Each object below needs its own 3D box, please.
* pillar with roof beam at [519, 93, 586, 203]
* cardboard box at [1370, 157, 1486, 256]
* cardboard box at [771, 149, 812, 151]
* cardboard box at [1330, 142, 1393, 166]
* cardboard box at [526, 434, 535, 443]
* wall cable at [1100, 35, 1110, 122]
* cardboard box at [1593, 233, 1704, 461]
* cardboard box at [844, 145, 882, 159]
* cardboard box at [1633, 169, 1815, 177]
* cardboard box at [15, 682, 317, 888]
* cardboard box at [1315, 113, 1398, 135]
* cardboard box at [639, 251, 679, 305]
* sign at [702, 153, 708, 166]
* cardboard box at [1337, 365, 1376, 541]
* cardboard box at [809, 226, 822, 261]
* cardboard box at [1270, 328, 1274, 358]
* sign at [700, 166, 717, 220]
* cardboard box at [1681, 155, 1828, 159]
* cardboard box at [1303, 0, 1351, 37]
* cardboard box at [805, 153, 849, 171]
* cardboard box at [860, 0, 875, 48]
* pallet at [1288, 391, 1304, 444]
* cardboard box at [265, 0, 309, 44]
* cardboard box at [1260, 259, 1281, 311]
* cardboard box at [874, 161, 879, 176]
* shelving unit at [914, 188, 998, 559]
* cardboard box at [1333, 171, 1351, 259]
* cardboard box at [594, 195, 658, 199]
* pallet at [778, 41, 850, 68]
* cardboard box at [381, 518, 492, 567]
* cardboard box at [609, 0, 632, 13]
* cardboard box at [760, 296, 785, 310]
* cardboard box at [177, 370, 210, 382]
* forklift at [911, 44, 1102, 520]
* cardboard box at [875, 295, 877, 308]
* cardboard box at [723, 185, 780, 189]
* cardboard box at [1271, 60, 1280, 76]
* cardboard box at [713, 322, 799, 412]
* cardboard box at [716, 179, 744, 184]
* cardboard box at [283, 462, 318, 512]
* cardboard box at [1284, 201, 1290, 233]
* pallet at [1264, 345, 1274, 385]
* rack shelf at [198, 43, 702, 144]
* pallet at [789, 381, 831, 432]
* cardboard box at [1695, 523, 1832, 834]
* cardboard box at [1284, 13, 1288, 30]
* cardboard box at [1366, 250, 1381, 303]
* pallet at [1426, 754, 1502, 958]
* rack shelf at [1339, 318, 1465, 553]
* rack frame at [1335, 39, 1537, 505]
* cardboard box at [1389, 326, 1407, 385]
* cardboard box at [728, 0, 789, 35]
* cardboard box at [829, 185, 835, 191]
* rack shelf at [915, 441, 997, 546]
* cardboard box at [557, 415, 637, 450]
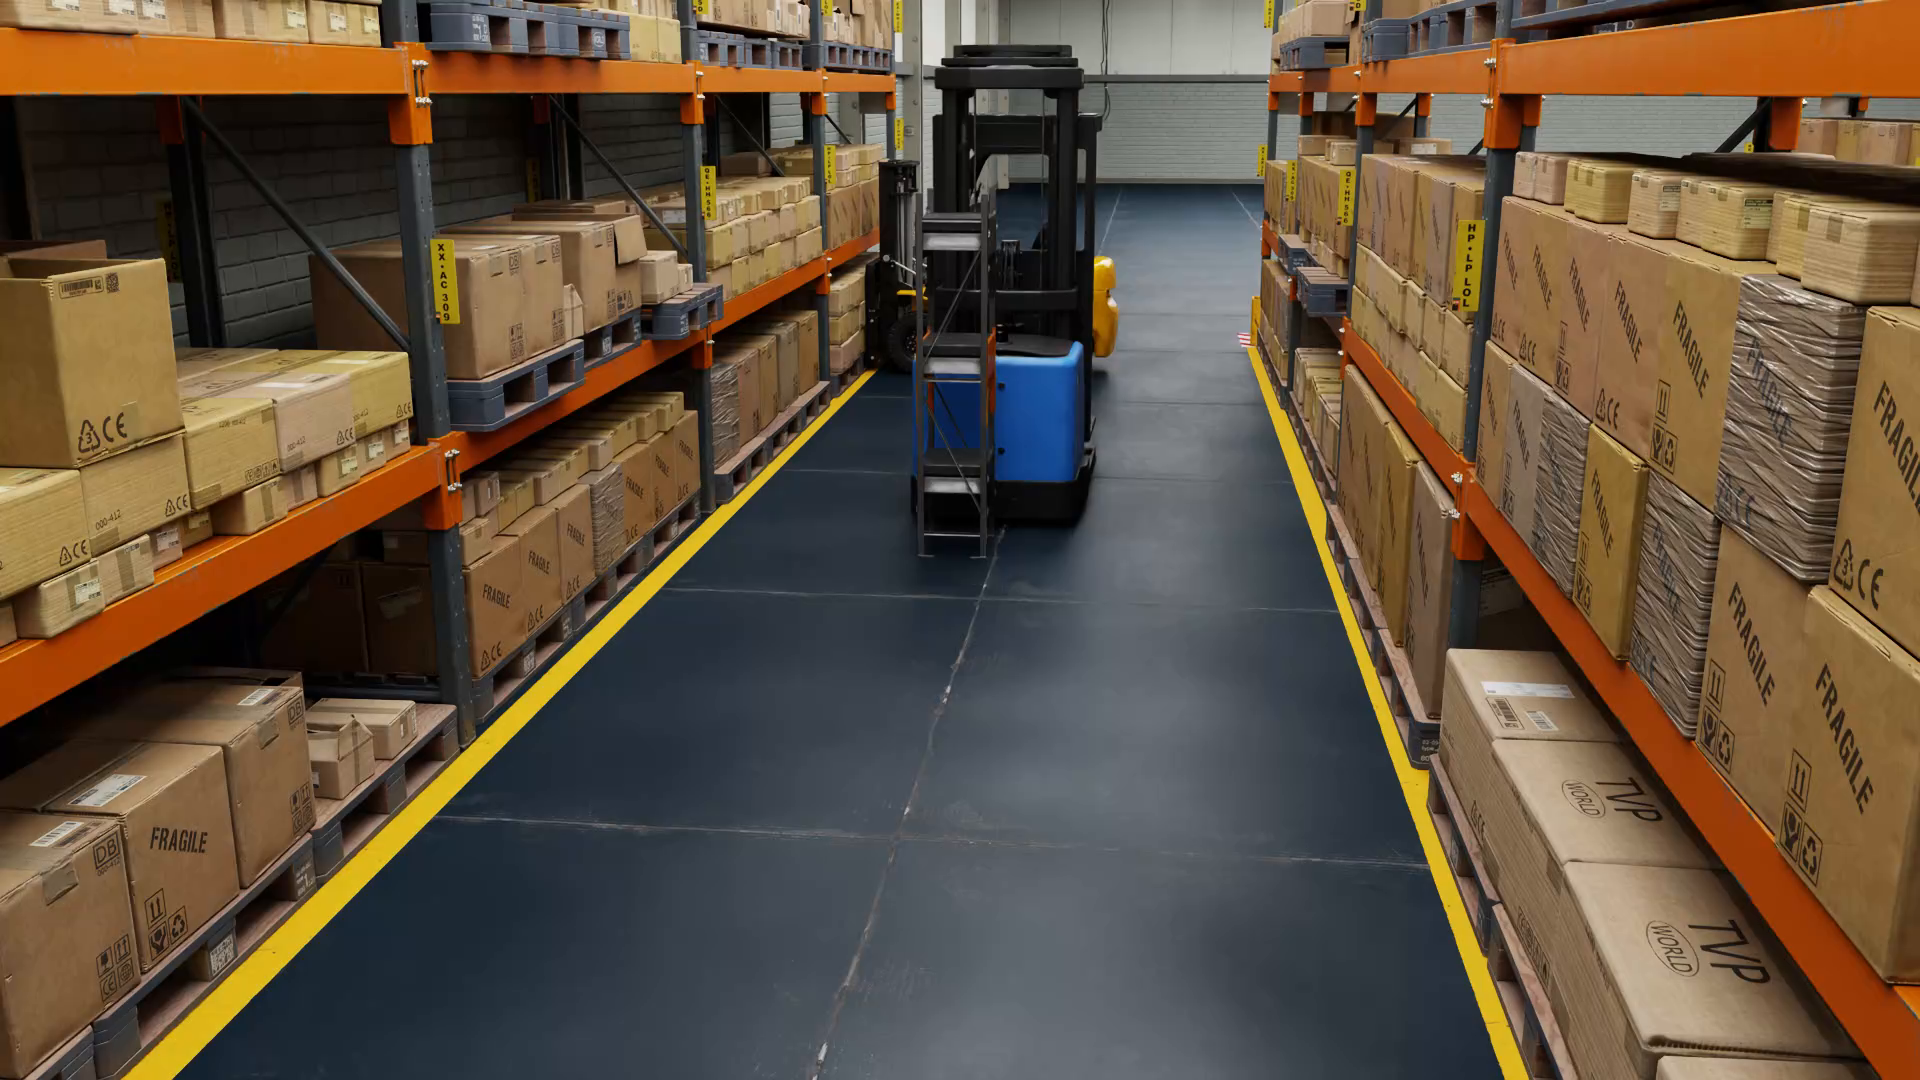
[{"bbox_3d":[1.430,-4.774,10.576,9.100,9.000,0.400,2,15,6],"label":"pillar with roof beam"},{"bbox_3d":[2.489,-1.776,8.875,0.500,0.500,0.500,2,15,6],"label":"cardboard box"},{"bbox_3d":[-1.649,-3.738,16.237,0.380,0.149,0.250,2,15,7],"label":"cardboard box"},{"bbox_3d":[2.738,-2.635,11.351,0.380,0.149,0.250,1,15,4],"label":"cardboard box"},{"bbox_3d":[-2.576,-0.551,9.194,0.380,0.149,0.250,1,15,5],"label":"cardboard box"},{"bbox_3d":[2.862,-13.463,48.662,3.097,2.526,0.112,2,15,6],"label":"wall cable"},{"bbox_3d":[1.896,-0.478,4.074,0.500,0.500,0.500,2,15,6],"label":"cardboard box"},{"bbox_3d":[-1.024,-4.056,17.410,0.380,0.149,0.250,2,15,6],"label":"cardboard box"},{"bbox_3d":[1.995,-0.894,4.372,0.380,0.149,0.250,2,15,6],"label":"cardboard box"},{"bbox_3d":[-2.586,0.794,5.465,0.700,0.500,0.500,1,15,4],"label":"cardboard box"},{"bbox_3d":[3.682,-3.713,15.471,0.700,0.500,0.500,2,15,6],"label":"cardboard box"},{"bbox_3d":[-1.896,-1.487,9.397,0.500,0.250,0.500,1,15,4],"label":"cardboard box"},{"bbox_3d":[-2.199,-3.149,14.252,0.100,0.325,0.005,2,15,6],"label":"sign"},{"bbox_3d":[2.673,-0.495,9.511,0.875,0.875,0.875,2,15,6],"label":"cardboard box"},{"bbox_3d":[-1.444,-2.466,13.824,0.500,0.250,0.500,2,15,8],"label":"cardboard box"},{"bbox_3d":[3.197,-1.839,15.678,0.500,0.250,0.500,2,15,7],"label":"cardboard box"},{"bbox_3d":[-1.558,-2.147,10.289,0.100,0.325,0.005,2,15,6],"label":"sign"},{"bbox_3d":[2.526,-1.147,5.306,0.380,0.149,0.250,2,15,8],"label":"cardboard box"},{"bbox_3d":[2.730,-3.708,11.863,0.500,0.250,0.500,2,15,6],"label":"cardboard box"},{"bbox_3d":[-1.226,-3.457,15.195,0.380,0.149,0.250,2,15,8],"label":"cardboard box"},{"bbox_3d":[-1.219,-5.077,16.258,0.700,0.500,0.500,2,15,7],"label":"cardboard box"},{"bbox_3d":[3.199,-0.984,13.396,1.003,0.211,1.213,2,15,6],"label":"pallet"},{"bbox_3d":[-2.367,-1.694,5.416,0.380,0.149,0.250,2,15,8],"label":"cardboard box"},{"bbox_3d":[3.369,-2.599,17.055,0.500,0.500,0.500,1,15,4],"label":"cardboard box"},{"bbox_3d":[-1.046,-3.845,17.201,0.380,0.149,0.250,2,15,7],"label":"cardboard box"},{"bbox_3d":[-0.019,-0.971,9.729,0.431,2.100,0.503,2,15,6],"label":"shelving unit"},{"bbox_3d":[2.609,-2.015,10.302,0.500,0.500,0.500,1,15,5],"label":"cardboard box"},{"bbox_3d":[-2.296,-2.294,11.464,0.380,0.149,0.250,1,15,5],"label":"cardboard box"},{"bbox_3d":[-1.577,-4.304,14.757,1.003,0.211,1.213,2,15,6],"label":"pallet"},{"bbox_3d":[-2.245,0.003,7.145,0.380,0.149,0.250,2,15,9],"label":"cardboard box"},{"bbox_3d":[-1.988,-2.909,8.950,0.380,0.149,0.250,2,15,6],"label":"cardboard box"},{"bbox_3d":[-1.784,-2.168,14.983,0.500,0.250,0.500,2,15,7],"label":"cardboard box"},{"bbox_3d":[-2.924,-0.423,5.696,0.500,0.250,0.500,2,15,6],"label":"cardboard box"},{"bbox_3d":[0.394,-1.878,11.491,1.130,2.935,3.031,2,15,7],"label":"forklift"},{"bbox_3d":[-1.105,-2.302,16.434,0.500,0.250,0.500,2,15,6],"label":"cardboard box"},{"bbox_3d":[-1.580,-2.611,12.638,0.380,0.149,0.250,2,15,7],"label":"cardboard box"},{"bbox_3d":[3.377,-4.820,16.974,0.380,0.149,0.250,2,15,6],"label":"cardboard box"},{"bbox_3d":[-1.790,-1.397,13.326,0.875,0.625,0.625,2,15,6],"label":"cardboard box"},{"bbox_3d":[-1.982,-2.886,13.653,0.380,0.149,0.250,1,15,4],"label":"cardboard box"},{"bbox_3d":[-2.405,-0.187,5.589,0.380,0.149,0.250,2,15,8],"label":"cardboard box"},{"bbox_3d":[3.139,-2.980,14.675,0.500,0.500,0.500,2,15,8],"label":"cardboard box"},{"bbox_3d":[3.461,-1.678,15.964,1.003,0.211,1.213,2,15,6],"label":"pallet"},{"bbox_3d":[-2.324,-2.222,8.263,1.077,0.370,4.000,2,15,6],"label":"rack shelf"},{"bbox_3d":[-1.692,-1.139,13.969,1.003,0.211,1.213,2,15,6],"label":"pallet"},{"bbox_3d":[1.794,0.270,3.227,0.500,0.500,0.500,1,15,5],"label":"cardboard box"},{"bbox_3d":[3.246,-4.871,15.635,0.380,0.149,0.250,2,15,8],"label":"cardboard box"},{"bbox_3d":[2.472,-1.405,8.942,0.500,0.250,0.500,2,15,8],"label":"cardboard box"},{"bbox_3d":[2.219,1.084,5.749,1.003,0.211,1.213,2,15,6],"label":"pallet"},{"bbox_3d":[2.608,-0.628,8.118,1.077,0.370,4.000,2,15,6],"label":"rack shelf"},{"bbox_3d":[2.834,-1.494,9.942,1.000,3.000,0.127,2,15,6],"label":"rack frame"},{"bbox_3d":[2.371,-0.905,8.049,0.500,0.250,0.500,2,15,6],"label":"cardboard box"},{"bbox_3d":[-1.573,-3.939,12.411,0.500,0.311,0.500,1,15,4],"label":"cardboard box"},{"bbox_3d":[-1.322,-3.181,14.744,0.380,0.149,0.250,2,15,8],"label":"cardboard box"},{"bbox_3d":[-0.019,-0.282,9.915,0.431,0.518,0.480,2,15,6],"label":"rack shelf"},{"bbox_3d":[-2.051,-0.607,9.404,0.380,0.149,0.250,2,15,8],"label":"cardboard box"}]
